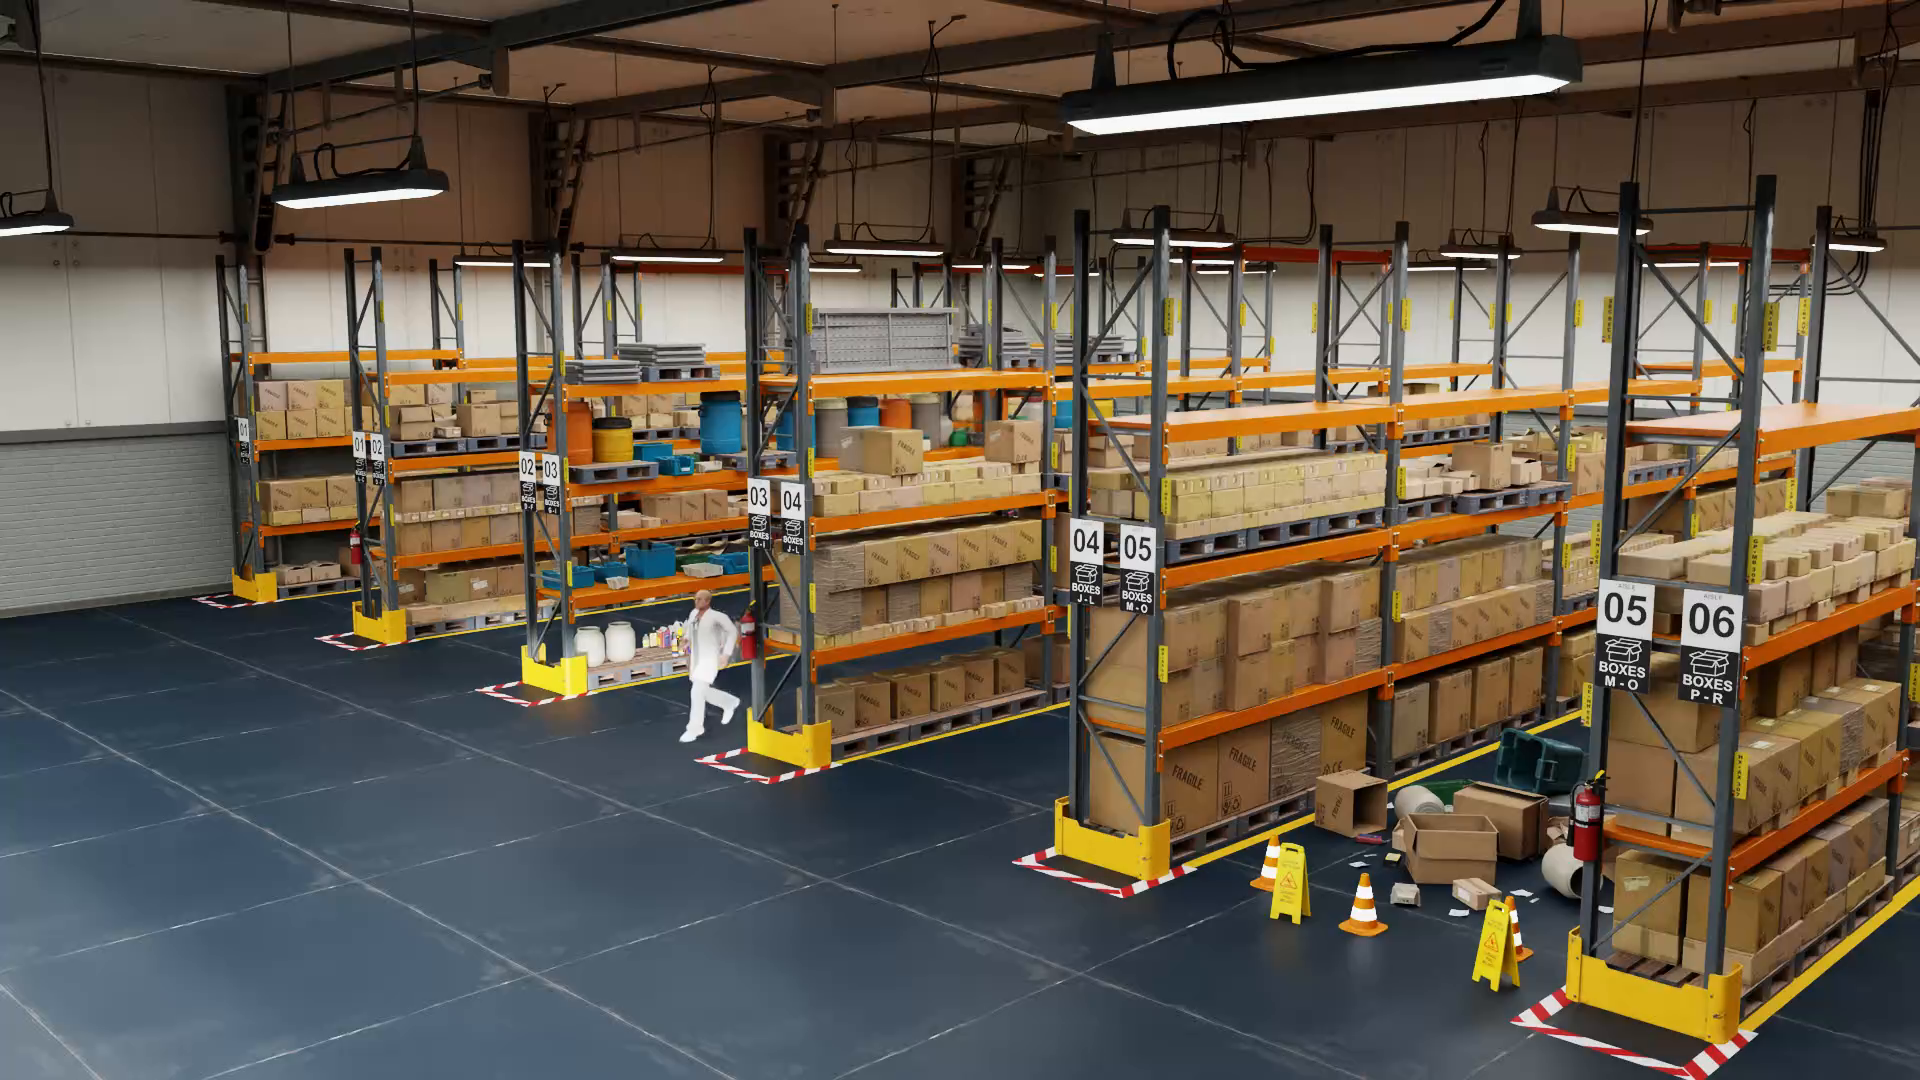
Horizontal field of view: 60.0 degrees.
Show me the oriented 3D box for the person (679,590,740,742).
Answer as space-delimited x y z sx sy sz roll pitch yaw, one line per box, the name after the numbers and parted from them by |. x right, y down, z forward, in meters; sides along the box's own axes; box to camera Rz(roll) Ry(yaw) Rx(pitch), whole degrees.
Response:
-3.038 1.476 20.035 0.747 1.791 0.962 8 11 43 | person

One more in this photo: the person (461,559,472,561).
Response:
-8.551 0.264 28.700 0.564 1.752 0.753 5 9 30 | person

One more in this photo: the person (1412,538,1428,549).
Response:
7.005 0.749 25.532 0.616 1.660 0.554 7 11 41 | person
